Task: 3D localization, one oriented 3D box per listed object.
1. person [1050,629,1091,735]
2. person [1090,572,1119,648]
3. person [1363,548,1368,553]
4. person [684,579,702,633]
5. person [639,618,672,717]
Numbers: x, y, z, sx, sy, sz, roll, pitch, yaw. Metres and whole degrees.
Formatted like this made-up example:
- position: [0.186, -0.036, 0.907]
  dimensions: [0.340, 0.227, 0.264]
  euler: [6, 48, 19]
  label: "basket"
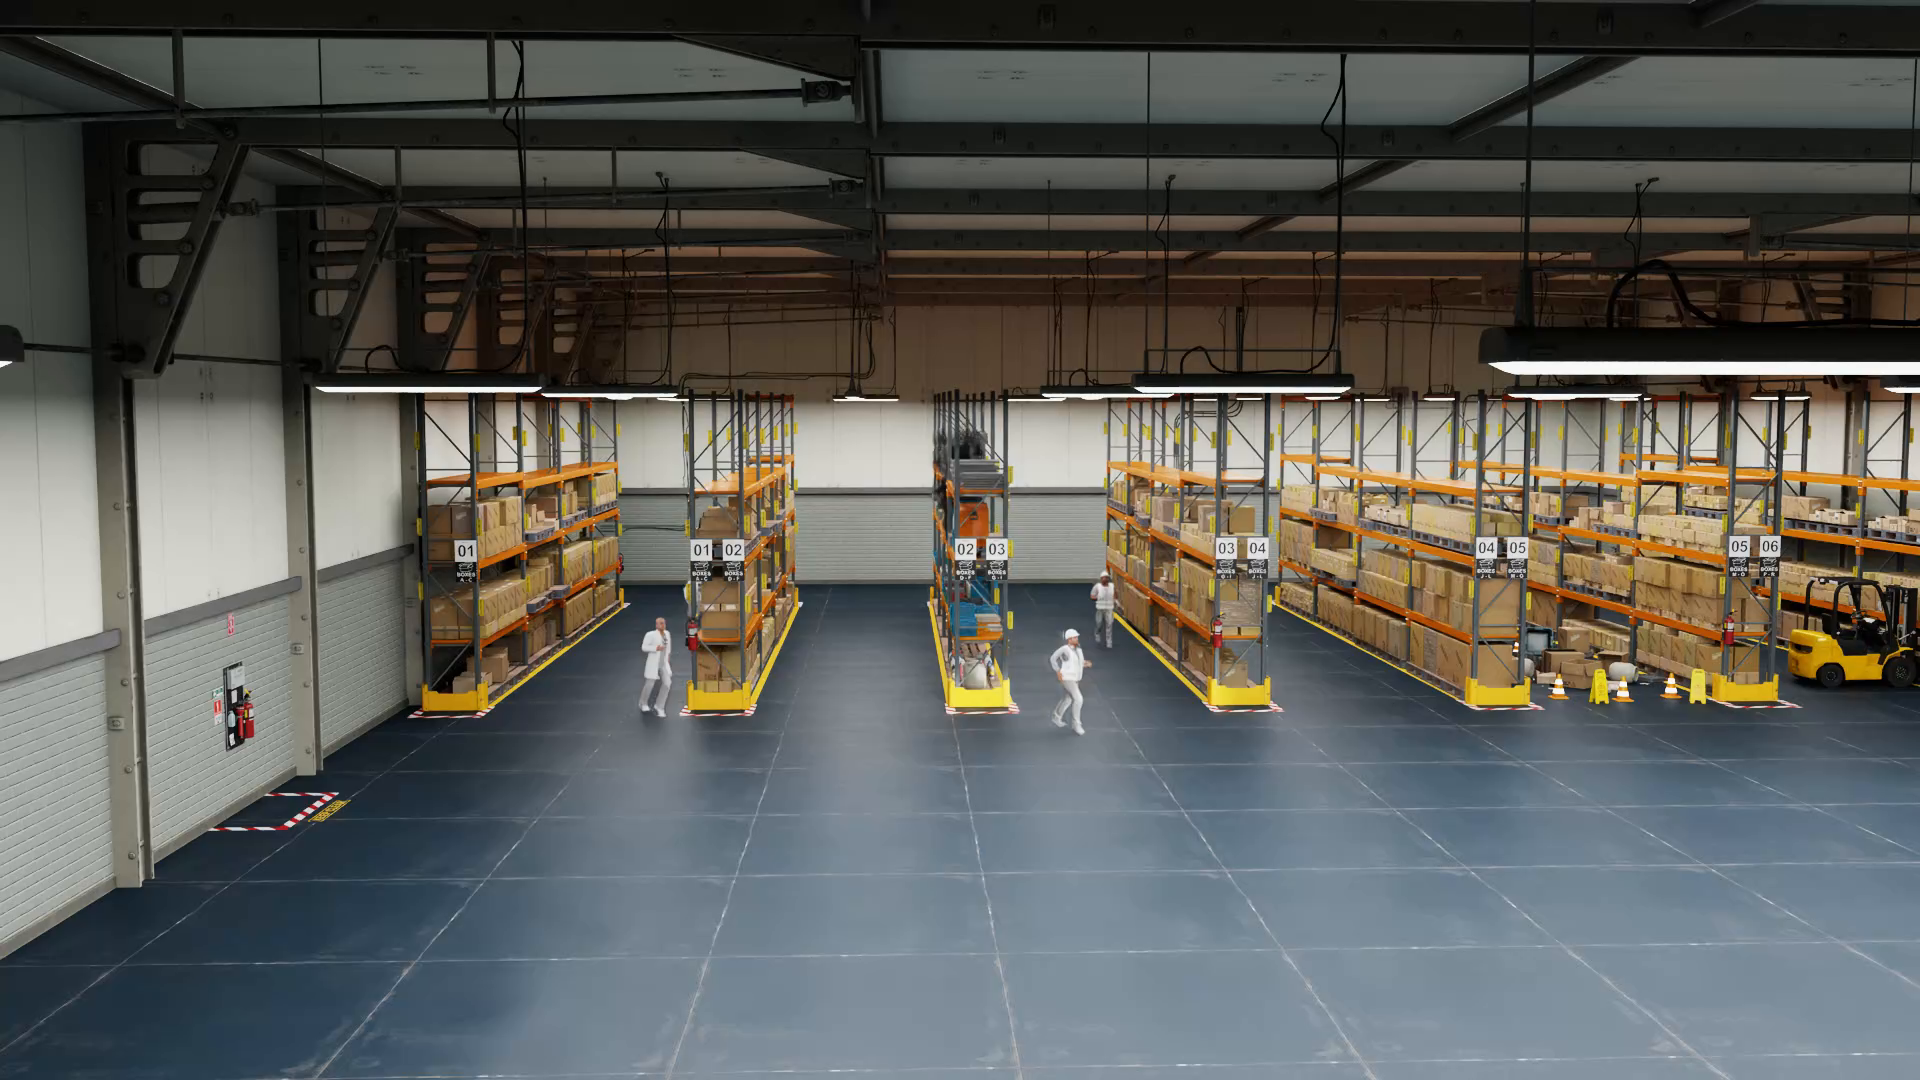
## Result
- position: [1.932, 2.456, 29.129]
  dimensions: [0.795, 1.817, 0.641]
  euler: [3, 6, 33]
  label: "person"
- position: [3.411, 1.623, 39.169]
  dimensions: [0.696, 1.761, 0.991]
  euler: [0, 5, -5]
  label: "person"
- position: [11.404, 1.088, 46.527]
  dimensions: [0.672, 1.712, 0.710]
  euler: [-1, 5, -13]
  label: "person"
- position: [-6.525, 1.531, 41.047]
  dimensions: [0.667, 1.666, 0.523]
  euler: [0, 5, 3]
  label: "person"
- position: [-5.574, 2.349, 30.714]
  dimensions: [0.705, 1.847, 0.823]
  euler: [-4, 6, -38]
  label: "person"
